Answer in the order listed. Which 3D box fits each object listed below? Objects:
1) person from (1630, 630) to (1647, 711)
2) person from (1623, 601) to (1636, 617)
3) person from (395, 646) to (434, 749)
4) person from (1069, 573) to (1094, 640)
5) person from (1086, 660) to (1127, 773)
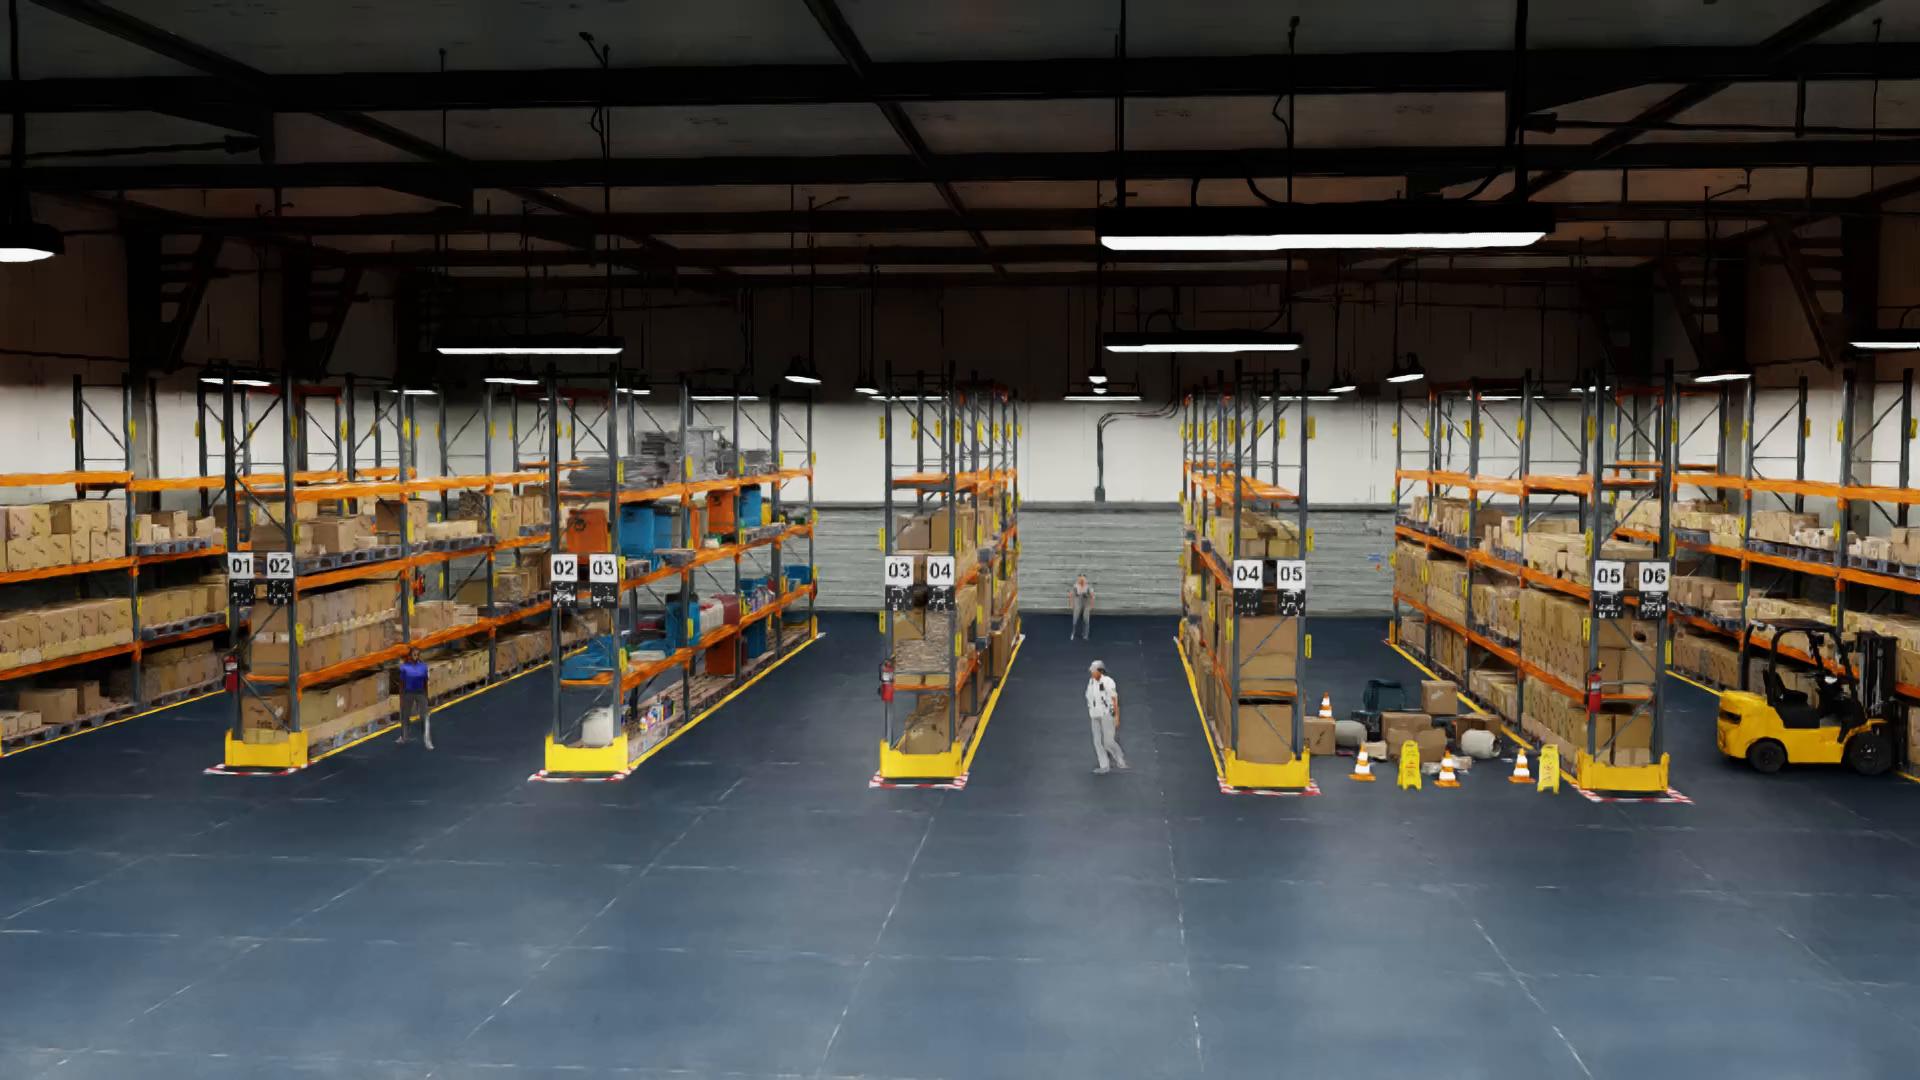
[{"bbox_3d":[11.234,2.333,27.673,0.481,1.674,0.492,3,5,36],"label":"person"},{"bbox_3d":[16.097,1.505,40.179,0.720,1.711,0.571,-2,4,-22],"label":"person"},{"bbox_3d":[-8.612,2.465,26.178,0.557,1.619,0.914,-1,4,-21],"label":"person"},{"bbox_3d":[2.911,1.583,39.813,0.580,1.618,0.507,0,4,3],"label":"person"},{"bbox_3d":[2.131,2.580,24.340,0.558,1.656,0.575,4,5,43],"label":"person"}]
